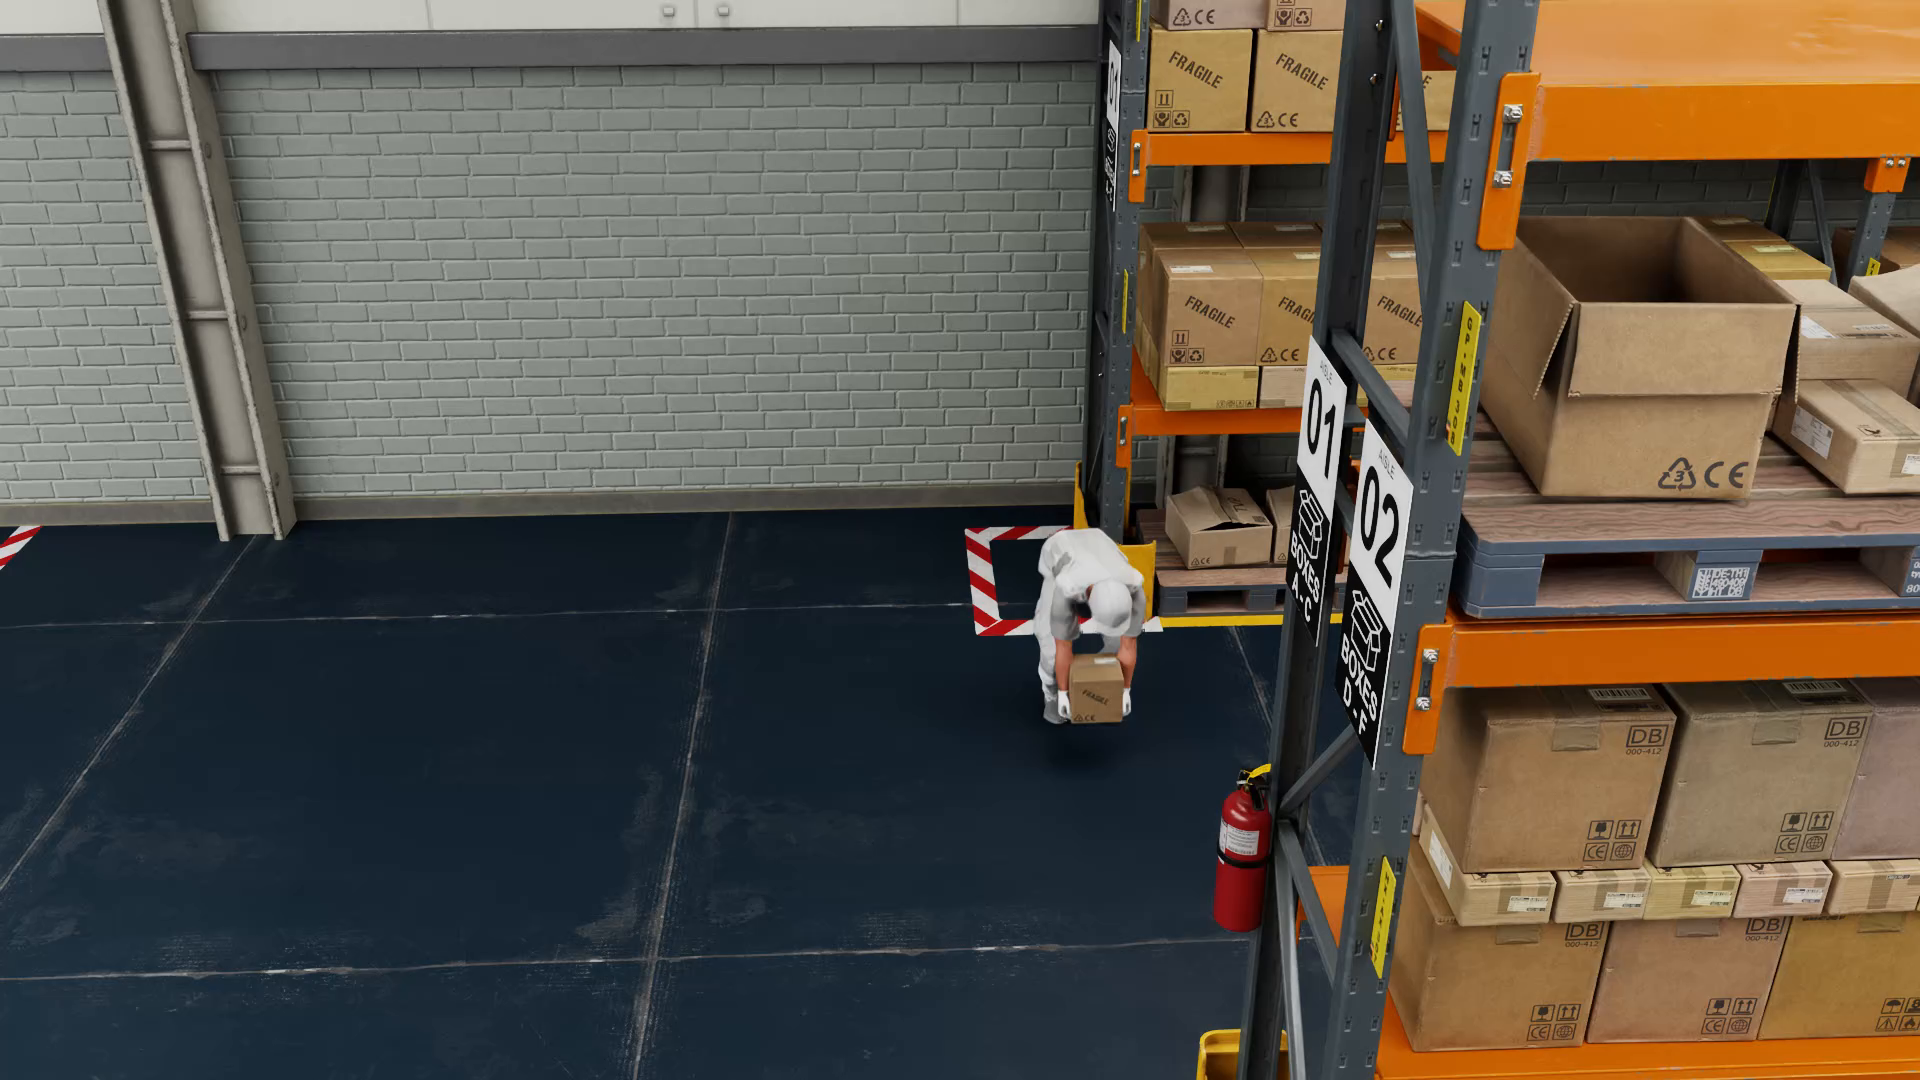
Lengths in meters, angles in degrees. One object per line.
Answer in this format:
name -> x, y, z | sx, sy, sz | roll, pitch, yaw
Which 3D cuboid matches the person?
person -> 0.657, 0.505, 8.387 | 0.529, 1.077, 0.956 | -4, 28, -7
